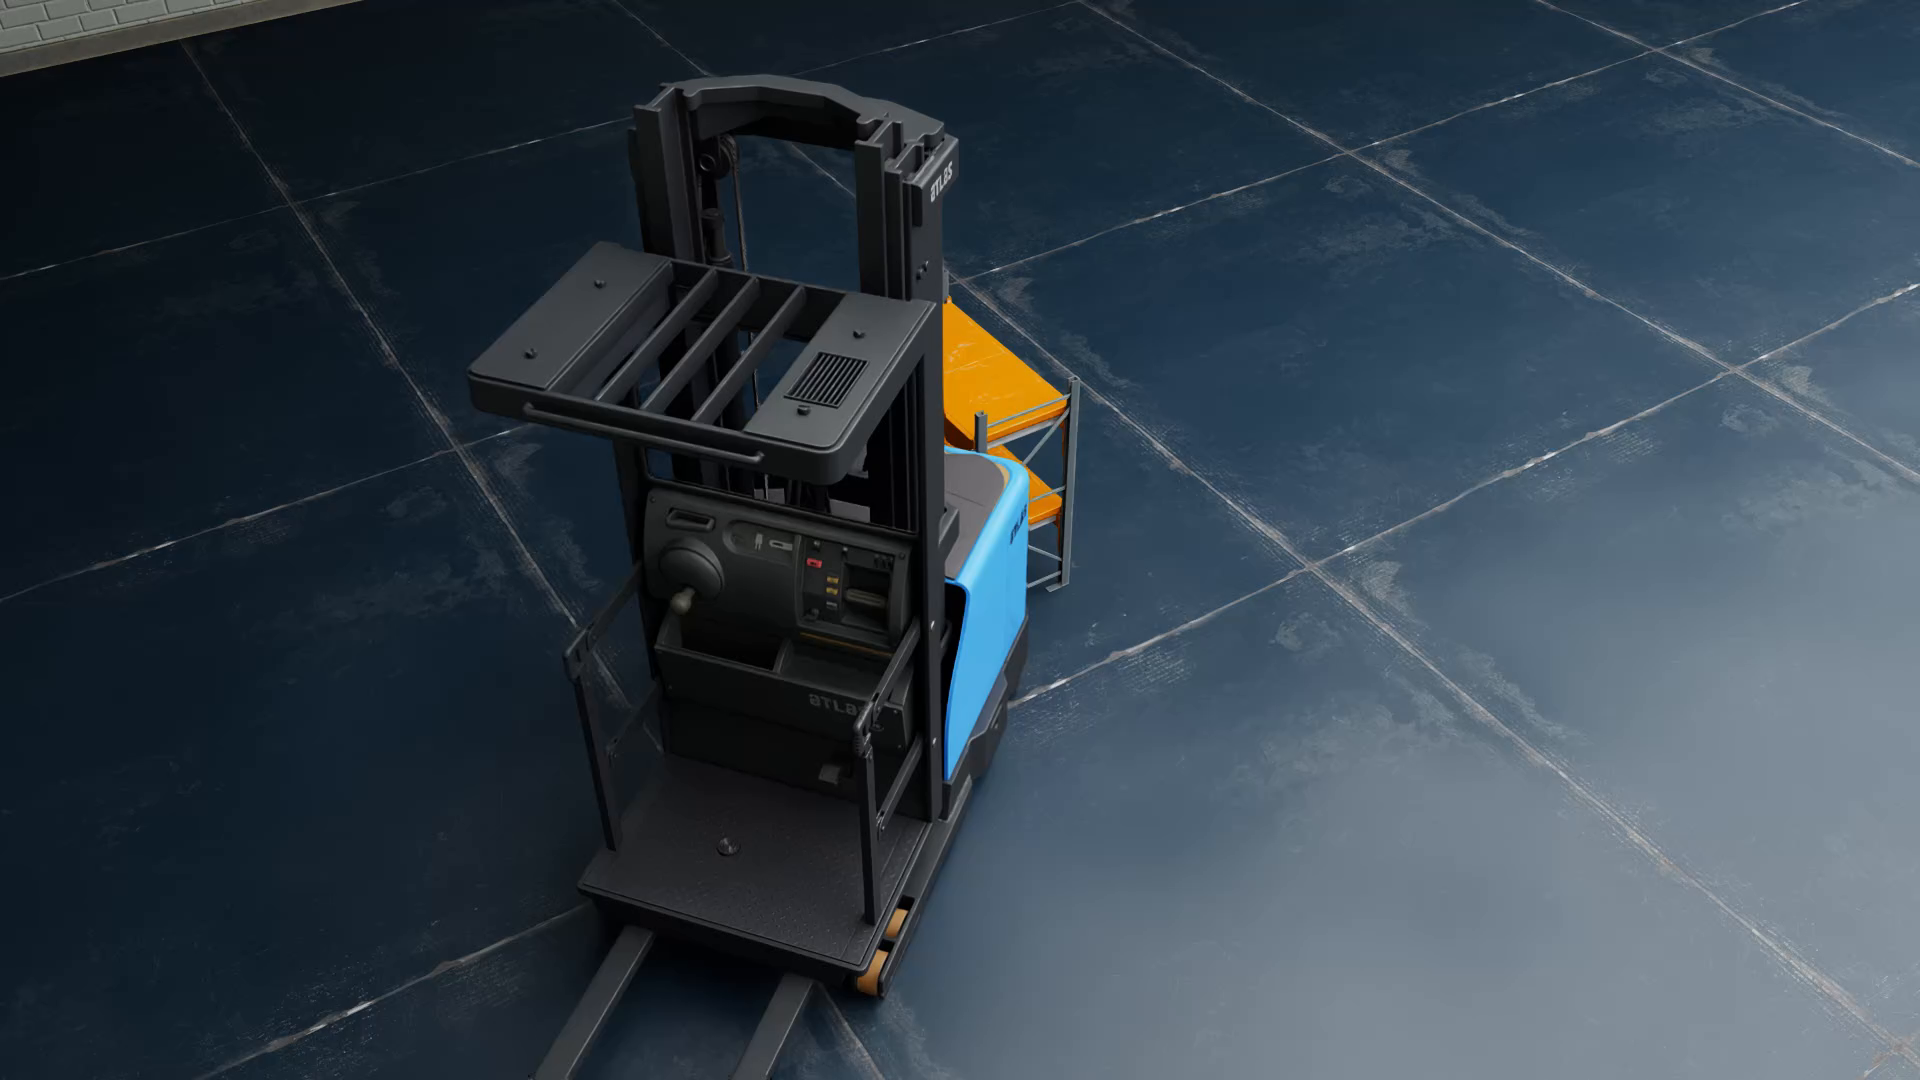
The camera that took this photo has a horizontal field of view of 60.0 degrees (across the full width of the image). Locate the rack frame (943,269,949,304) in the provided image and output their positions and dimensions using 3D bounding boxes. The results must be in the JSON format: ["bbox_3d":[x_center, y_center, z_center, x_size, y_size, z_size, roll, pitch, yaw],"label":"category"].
[{"bbox_3d":[-0.270,-0.703,7.775,0.500,1.125,0.032,-22,45,-24],"label":"rack frame"}]

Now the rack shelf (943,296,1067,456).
[{"bbox_3d":[0.004,-0.653,7.259,0.538,0.278,1.000,-22,45,-24],"label":"rack shelf"}]

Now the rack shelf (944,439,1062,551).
[{"bbox_3d":[0.004,-0.241,7.603,0.538,0.278,1.000,-22,45,-24],"label":"rack shelf"}]

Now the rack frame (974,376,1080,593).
[{"bbox_3d":[0.277,-0.154,7.117,0.500,1.125,0.032,-22,45,-24],"label":"rack frame"}]

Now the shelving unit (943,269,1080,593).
[{"bbox_3d":[0.004,-0.428,7.446,0.538,1.125,1.048,-22,45,-24],"label":"shelving unit"}]

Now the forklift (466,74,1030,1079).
[{"bbox_3d":[-0.677,0.184,5.300,1.130,2.935,3.031,13,41,15],"label":"forklift"}]
